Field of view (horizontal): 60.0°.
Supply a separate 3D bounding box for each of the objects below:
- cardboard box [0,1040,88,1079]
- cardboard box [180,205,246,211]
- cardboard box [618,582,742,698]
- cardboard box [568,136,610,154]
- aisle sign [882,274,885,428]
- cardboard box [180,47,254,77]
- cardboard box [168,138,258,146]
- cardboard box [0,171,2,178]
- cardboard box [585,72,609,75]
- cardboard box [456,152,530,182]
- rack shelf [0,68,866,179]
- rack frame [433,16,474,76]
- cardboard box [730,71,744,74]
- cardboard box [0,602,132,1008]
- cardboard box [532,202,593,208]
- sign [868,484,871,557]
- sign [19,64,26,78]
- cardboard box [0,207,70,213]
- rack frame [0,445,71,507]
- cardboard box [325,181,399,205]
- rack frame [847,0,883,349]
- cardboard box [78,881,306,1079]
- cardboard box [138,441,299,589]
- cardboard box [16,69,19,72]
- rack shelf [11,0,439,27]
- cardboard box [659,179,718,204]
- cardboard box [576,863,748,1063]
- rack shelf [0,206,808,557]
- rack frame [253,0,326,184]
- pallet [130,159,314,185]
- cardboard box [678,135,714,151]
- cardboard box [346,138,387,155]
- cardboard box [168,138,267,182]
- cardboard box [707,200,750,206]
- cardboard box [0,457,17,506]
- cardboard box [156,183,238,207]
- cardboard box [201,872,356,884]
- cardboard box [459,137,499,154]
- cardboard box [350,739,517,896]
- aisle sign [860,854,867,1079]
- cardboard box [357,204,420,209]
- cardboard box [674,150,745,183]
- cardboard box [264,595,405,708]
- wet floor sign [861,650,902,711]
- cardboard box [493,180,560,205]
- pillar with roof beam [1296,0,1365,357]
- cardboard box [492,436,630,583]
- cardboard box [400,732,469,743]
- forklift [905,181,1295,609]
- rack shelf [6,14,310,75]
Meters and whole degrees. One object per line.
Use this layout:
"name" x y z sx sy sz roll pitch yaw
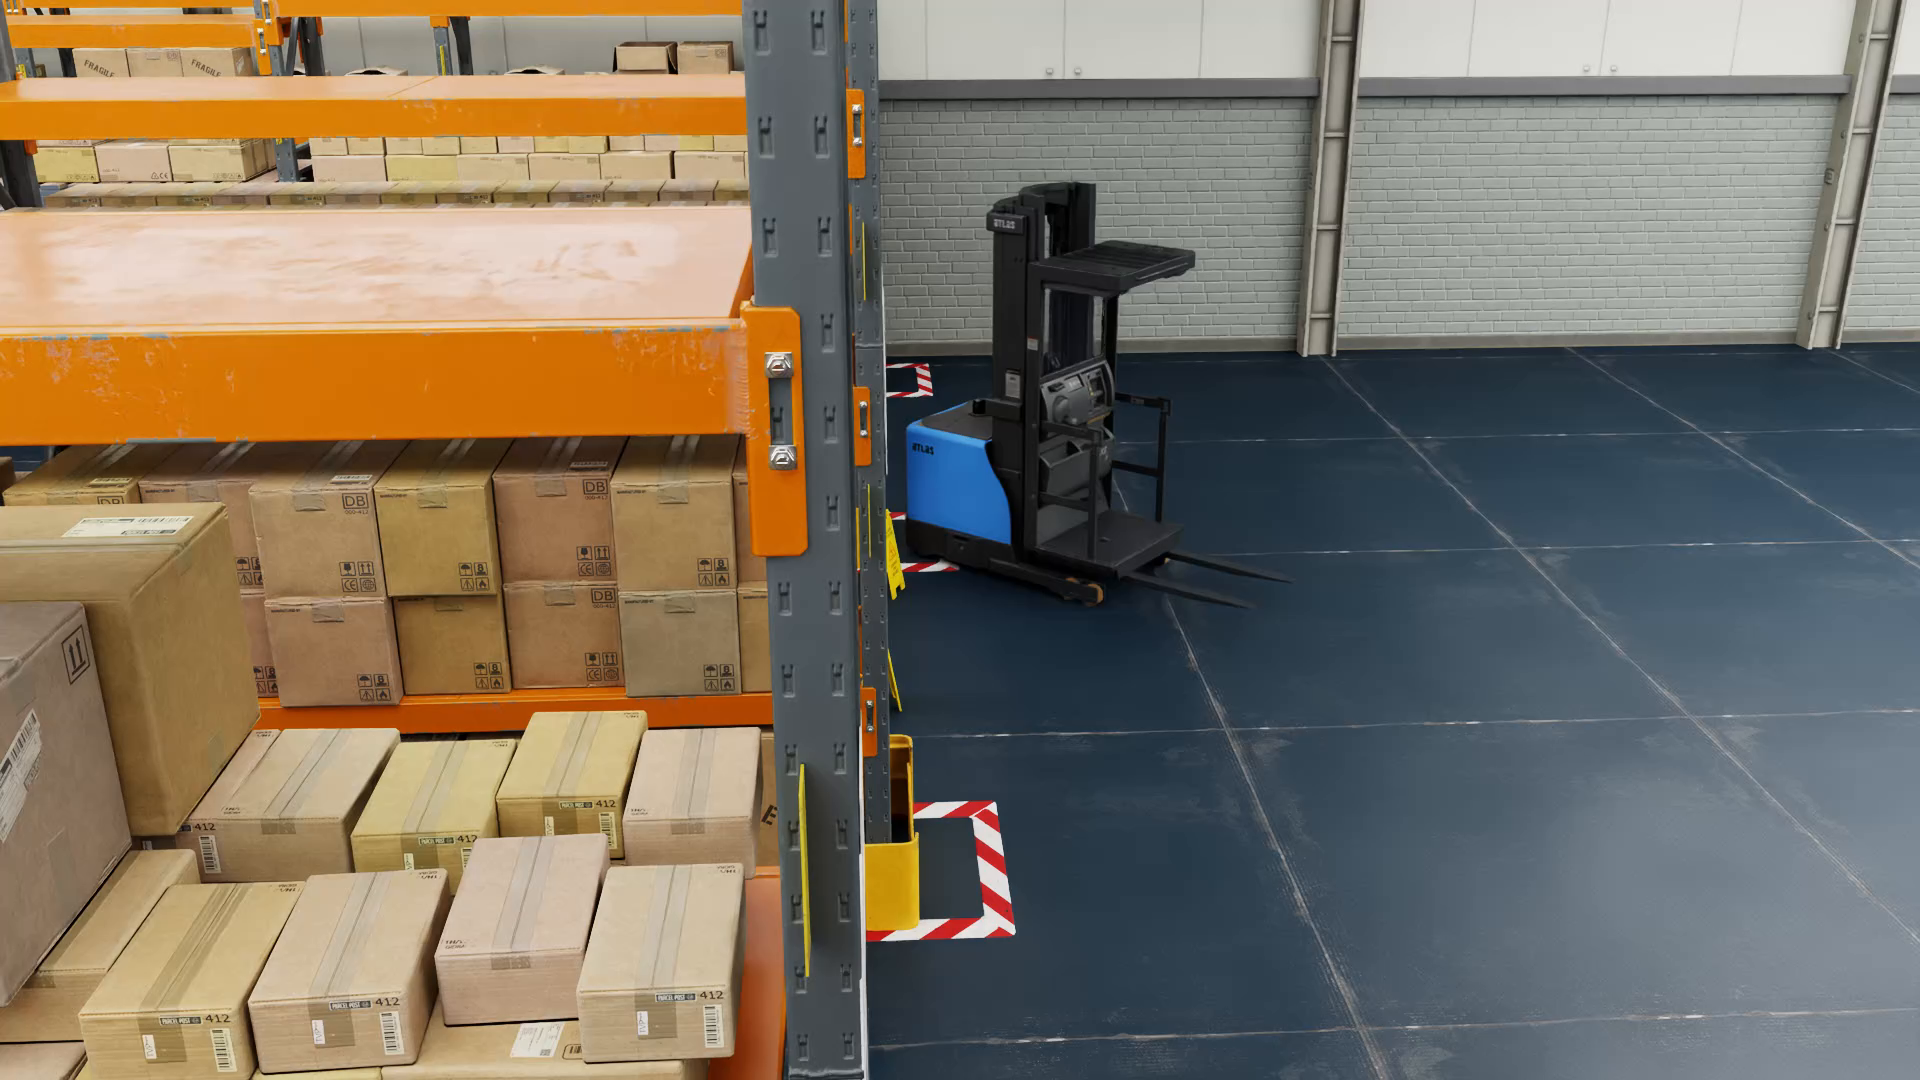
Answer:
"cardboard box" -1.730 0.921 2.982 0.500 0.250 0.500 -1 21 -2
"cardboard box" -3.285 -1.351 7.241 0.250 0.149 0.380 -1 21 -4
"cardboard box" -1.351 0.342 8.295 0.550 0.550 0.875 -1 21 -3
"cardboard box" -2.669 -2.889 12.009 0.250 0.149 0.380 -1 21 -2
"aisle sign" -0.382 -0.953 8.255 0.004 0.787 0.394 -1 21 -3
"cardboard box" -7.340 -4.627 16.472 0.500 0.500 0.500 -1 21 -2
"cardboard box" -5.384 -3.010 12.013 0.500 0.250 0.500 -1 21 -2
"cardboard box" -7.285 -2.715 12.176 0.637 0.503 0.797 -1 21 -3
"cardboard box" -3.600 -4.573 16.658 0.258 0.266 0.396 -2 21 -4
"cardboard box" -3.342 -2.707 12.092 0.500 0.250 0.500 -1 21 -3
"rack shelf" -2.432 -1.870 7.458 4.000 0.370 1.077 -1 21 -3
"rack frame" -5.099 -5.872 16.397 0.127 3.000 1.000 -1 21 -3
"cardboard box" -2.169 -4.602 16.734 0.258 0.266 0.396 -1 21 -3
"cardboard box" -1.786 0.434 2.788 0.500 0.500 0.500 -1 21 -3
"cardboard box" -1.765 -1.382 7.322 0.250 0.149 0.380 -1 21 -3
"sign" -0.418 -0.089 7.678 0.005 0.325 0.100 -1 21 -3
"sign" -9.064 -4.438 16.119 0.005 0.325 0.100 -1 21 -3
"cardboard box" -4.046 -1.335 7.199 0.250 0.149 0.380 -1 21 -3
"rack frame" -4.429 0.451 8.220 0.127 3.000 1.000 -1 21 -3
"cardboard box" -2.822 -1.595 7.880 0.250 0.149 0.380 -1 21 -4
"rack frame" -0.435 -2.434 7.366 0.127 3.000 1.000 -1 21 -3
"cardboard box" -1.295 0.754 2.859 0.250 0.149 0.380 -1 21 -3
"cardboard box" -3.516 -0.171 8.127 0.550 0.550 0.875 -1 21 -3
"cardboard box" -9.419 -4.532 16.326 0.250 0.149 0.380 0 21 -1
"rack shelf" -7.096 -5.308 16.489 4.000 0.370 1.077 -1 21 -3
"cardboard box" -1.292 -1.626 7.963 0.250 0.149 0.380 -1 21 -4
"cardboard box" -0.513 0.732 2.916 0.250 0.149 0.380 -1 21 -3
"rack shelf" -2.250 -0.291 2.755 4.000 0.370 1.077 -1 21 -3
"rack frame" -4.812 -4.109 11.766 0.127 3.000 1.000 -1 21 -3
"pallet" -5.435 -2.644 12.399 1.003 0.211 1.213 -1 21 -3
"cardboard box" -1.909 -2.942 12.148 0.250 0.149 0.380 -1 21 -3
"cardboard box" -4.221 -2.868 11.956 0.250 0.149 0.380 -1 21 -1
"cardboard box" -5.387 -2.770 12.085 0.500 0.250 0.500 -2 21 -4
"cardboard box" -1.002 -1.398 7.363 0.250 0.149 0.380 -1 21 -3
"cardboard box" -4.924 -0.051 7.992 0.500 0.500 0.700 -2 21 -4
"cardboard box" -3.579 -1.579 7.840 0.250 0.149 0.380 -1 21 -3
"cardboard box" -1.263 0.733 3.475 0.500 0.250 0.500 -2 21 -4
"cardboard box" -3.449 -2.889 12.011 0.250 0.149 0.380 -2 21 -5
"cardboard box" -1.051 0.559 3.371 0.250 0.149 0.380 -2 21 -4
"aisle sign" -0.174 1.024 3.061 0.004 0.787 0.394 -1 21 -3
"cardboard box" -2.527 -1.366 7.280 0.250 0.149 0.380 -1 21 -3
"cardboard box" -1.818 -2.746 12.195 0.500 0.250 0.500 -1 21 -4
"cardboard box" -2.968 0.381 8.194 0.550 0.550 0.875 -1 21 -3
"wet floor sign" -0.520 0.766 10.701 0.232 0.644 0.267 -5 21 -12
"cardboard box" -2.056 -1.611 7.922 0.250 0.149 0.380 -1 21 -4
"pillar with roof beam" 4.383 -4.852 13.717 0.400 9.000 9.100 -1 21 -3
"cardboard box" -1.919 -0.204 8.212 0.550 0.550 0.875 -1 21 -3
"cardboard box" -2.897 1.240 8.543 0.875 0.875 0.875 -1 21 -3
"forklift" 1.050 -1.093 12.373 3.031 2.935 1.130 15 25 34
"rack shelf" -6.809 -3.545 11.858 4.000 0.370 1.077 -1 21 -3
